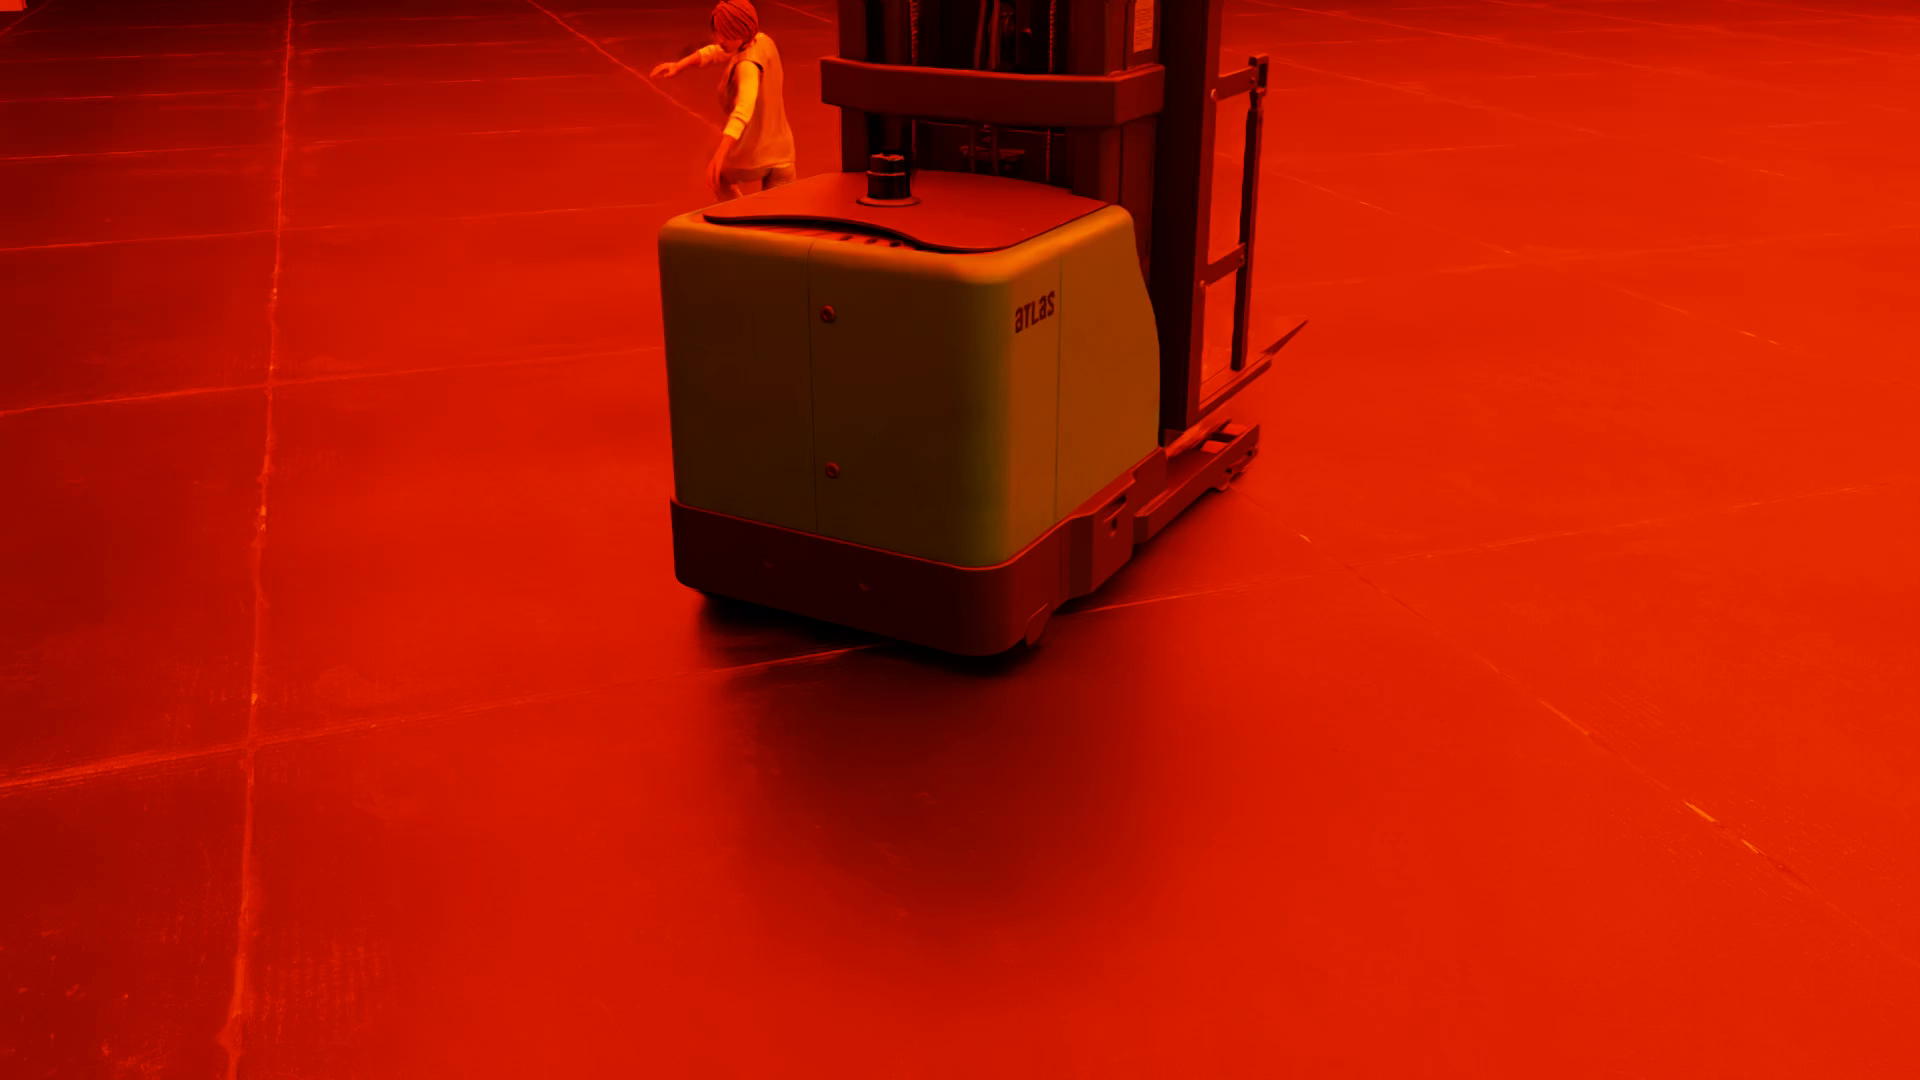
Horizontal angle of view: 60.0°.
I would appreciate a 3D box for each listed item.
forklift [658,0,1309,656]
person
[{"bbox_3d":[0.360,-1.588,5.074,1.130,2.935,3.031,12,26,27],"label":"forklift"},{"bbox_3d":[-1.034,-1.785,7.653,0.650,1.376,0.871,-18,28,-36],"label":"person"}]
